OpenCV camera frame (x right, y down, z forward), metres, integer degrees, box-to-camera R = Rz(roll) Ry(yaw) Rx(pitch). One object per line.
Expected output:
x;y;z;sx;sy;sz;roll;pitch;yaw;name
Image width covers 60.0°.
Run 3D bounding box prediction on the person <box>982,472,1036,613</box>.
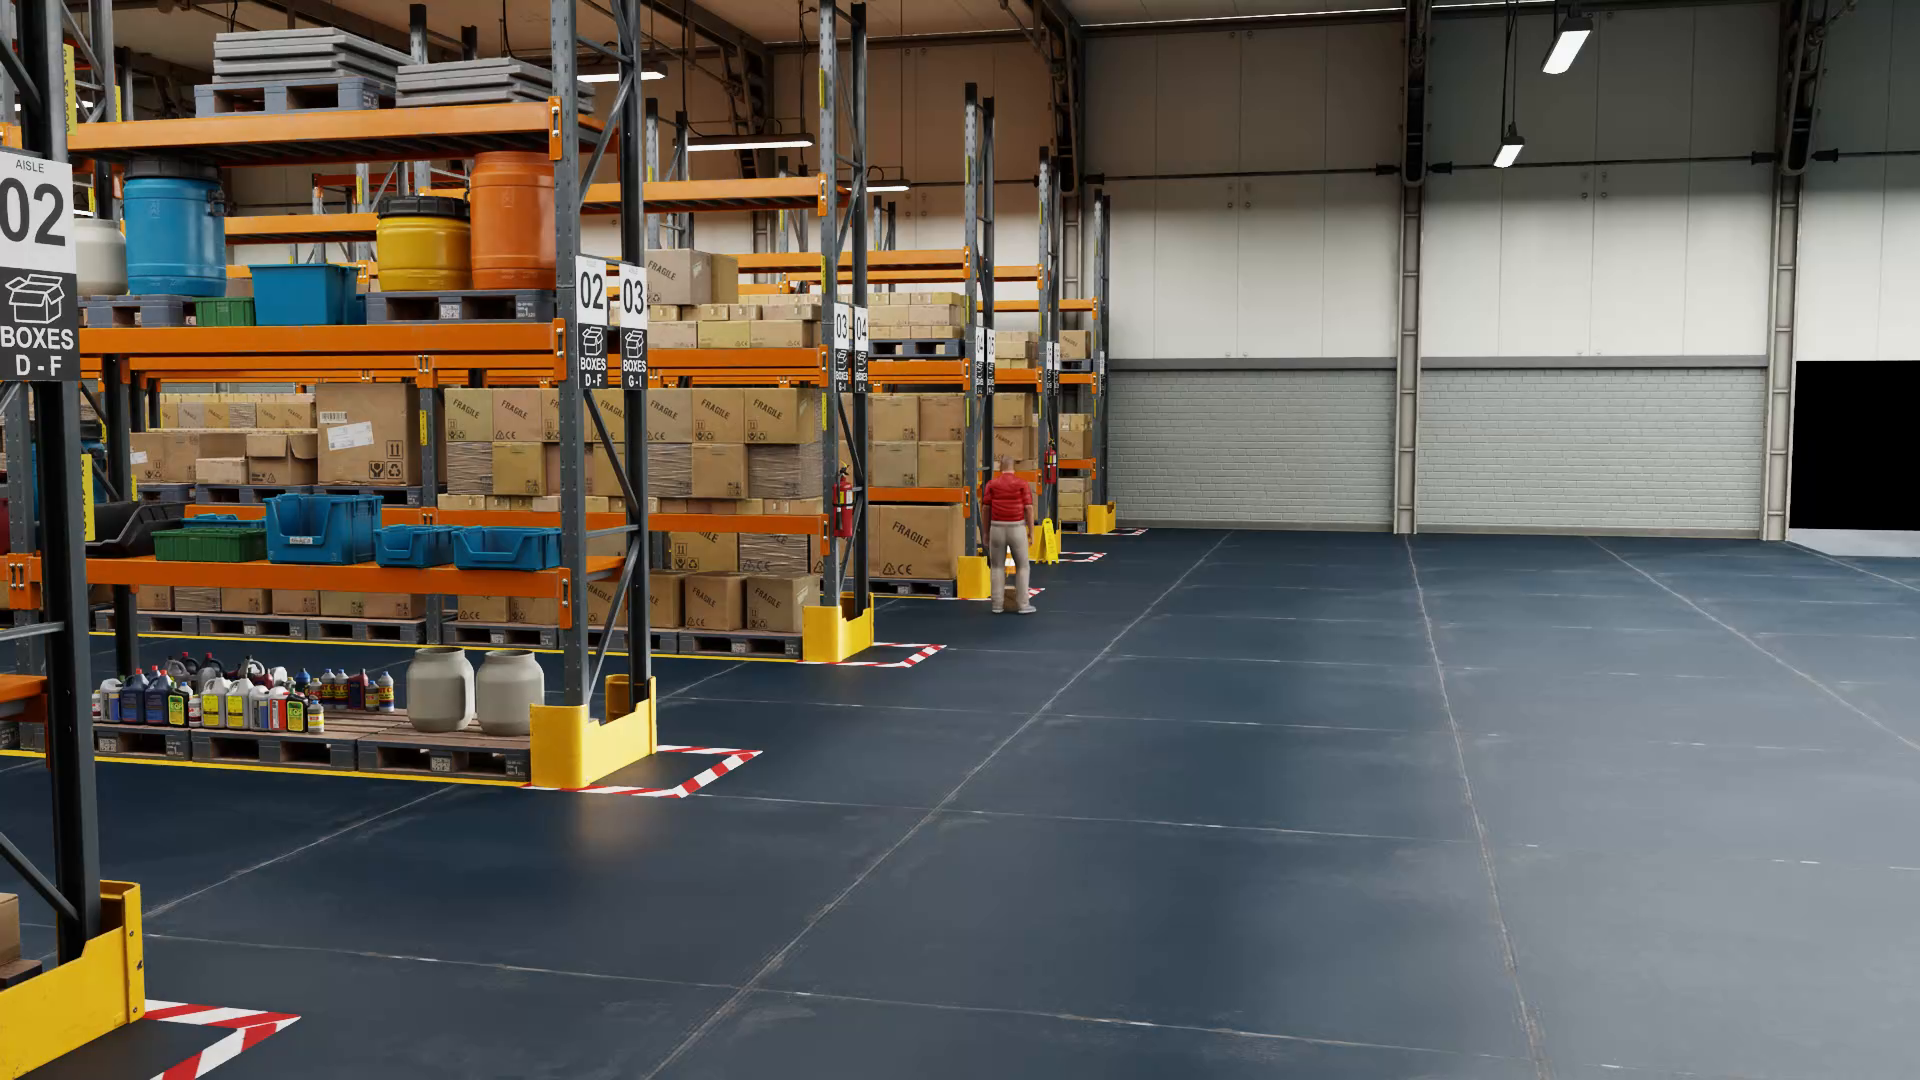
0.538;0.030;18.296;0.579;1.551;0.392;1;5;11;person
